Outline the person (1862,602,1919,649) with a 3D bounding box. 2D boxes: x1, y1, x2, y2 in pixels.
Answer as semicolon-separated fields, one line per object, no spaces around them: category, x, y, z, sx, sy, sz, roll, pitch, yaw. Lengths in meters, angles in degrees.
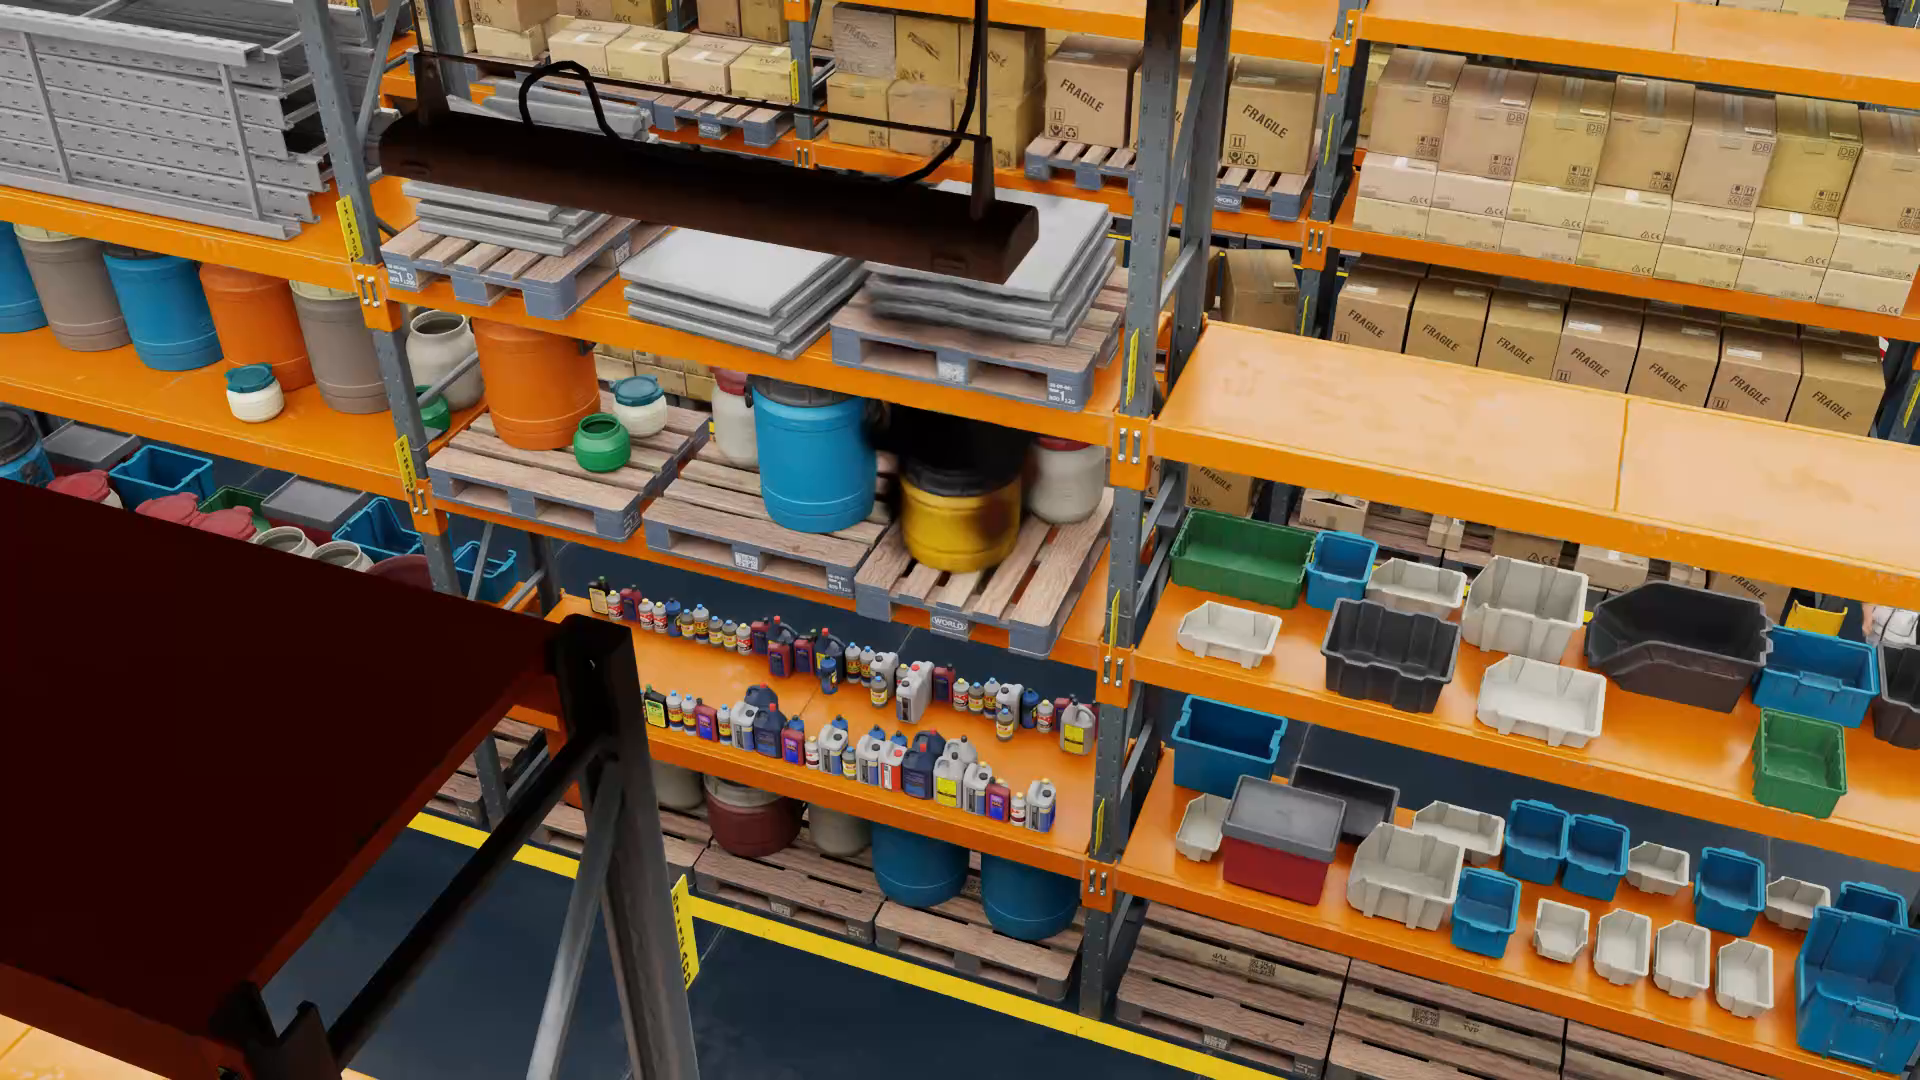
person;6.136;0.698;10.959;0.908;1.780;0.673;-14;39;-18
